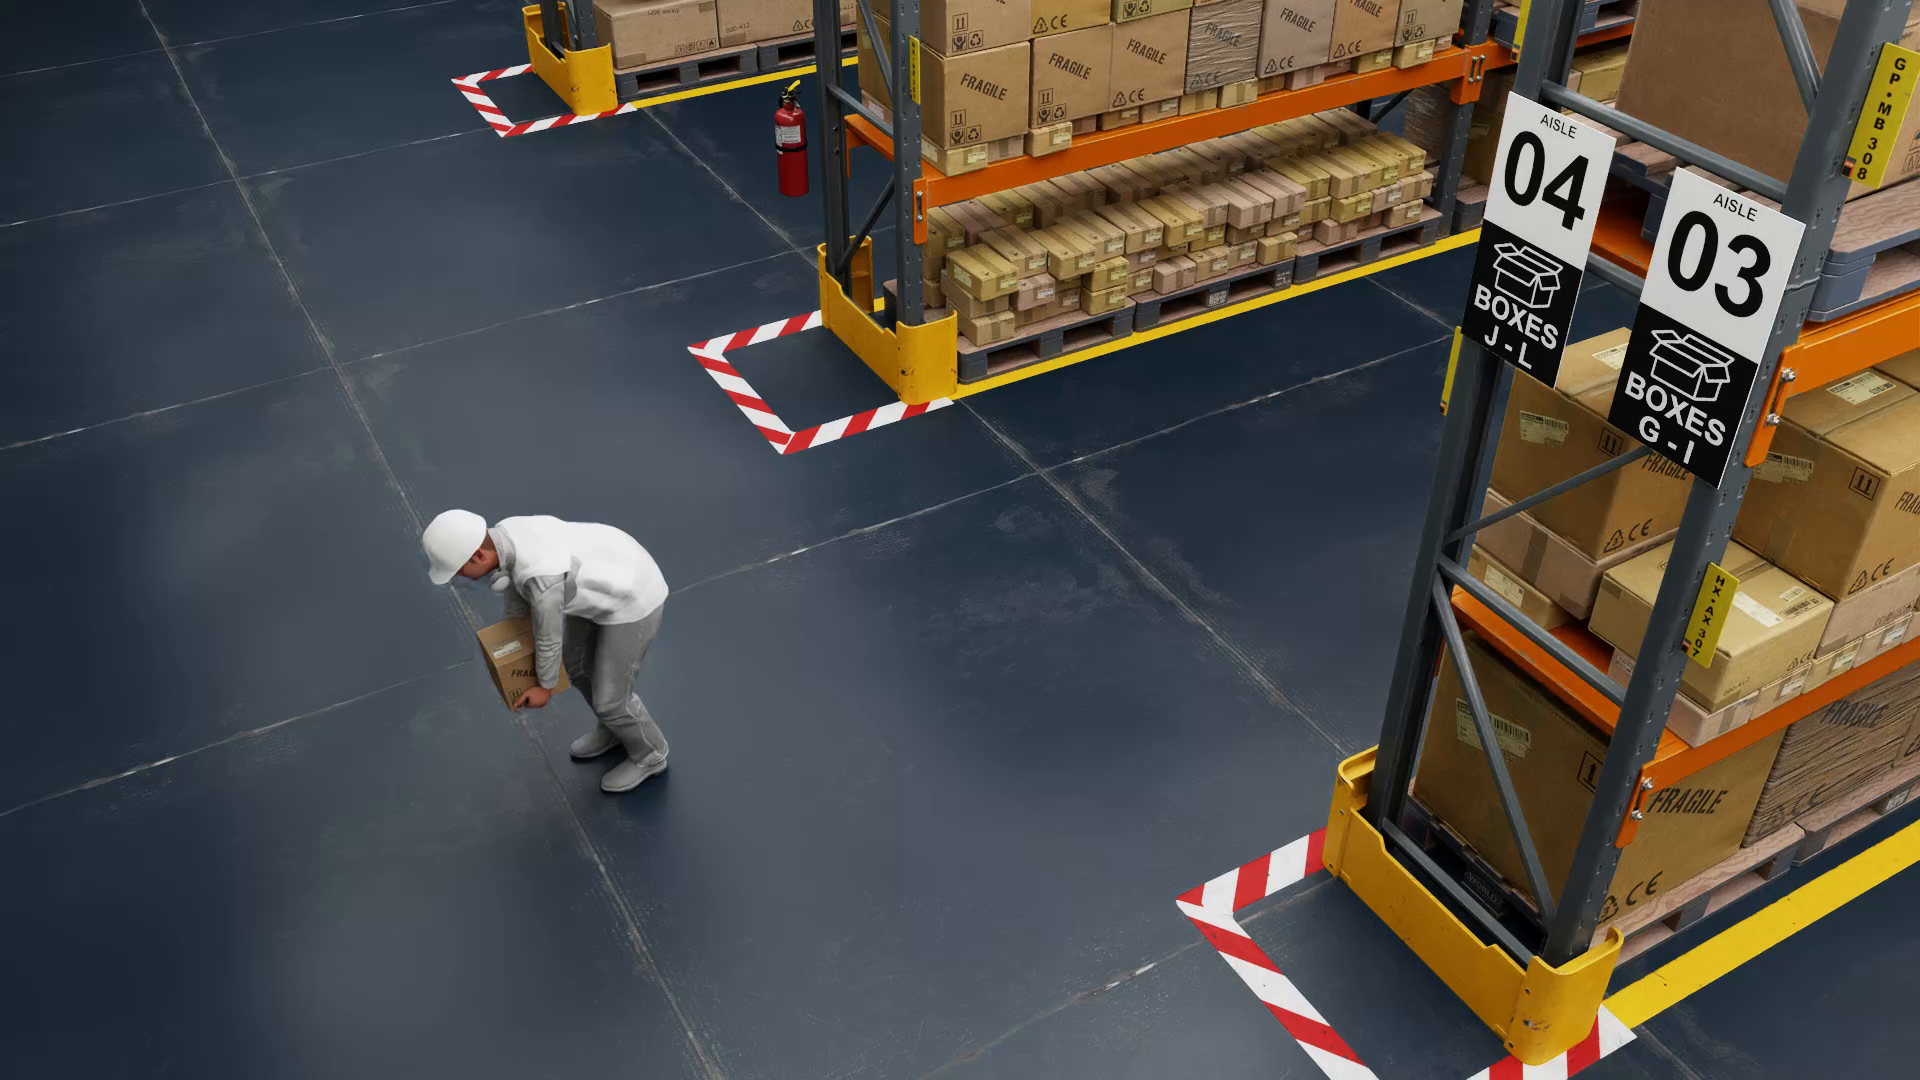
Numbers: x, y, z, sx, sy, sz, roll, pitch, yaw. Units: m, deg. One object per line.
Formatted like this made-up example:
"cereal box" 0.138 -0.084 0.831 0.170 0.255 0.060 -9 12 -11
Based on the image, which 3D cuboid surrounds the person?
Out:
"person" -1.586 0.401 6.618 0.870 1.475 0.467 -20 41 -25
